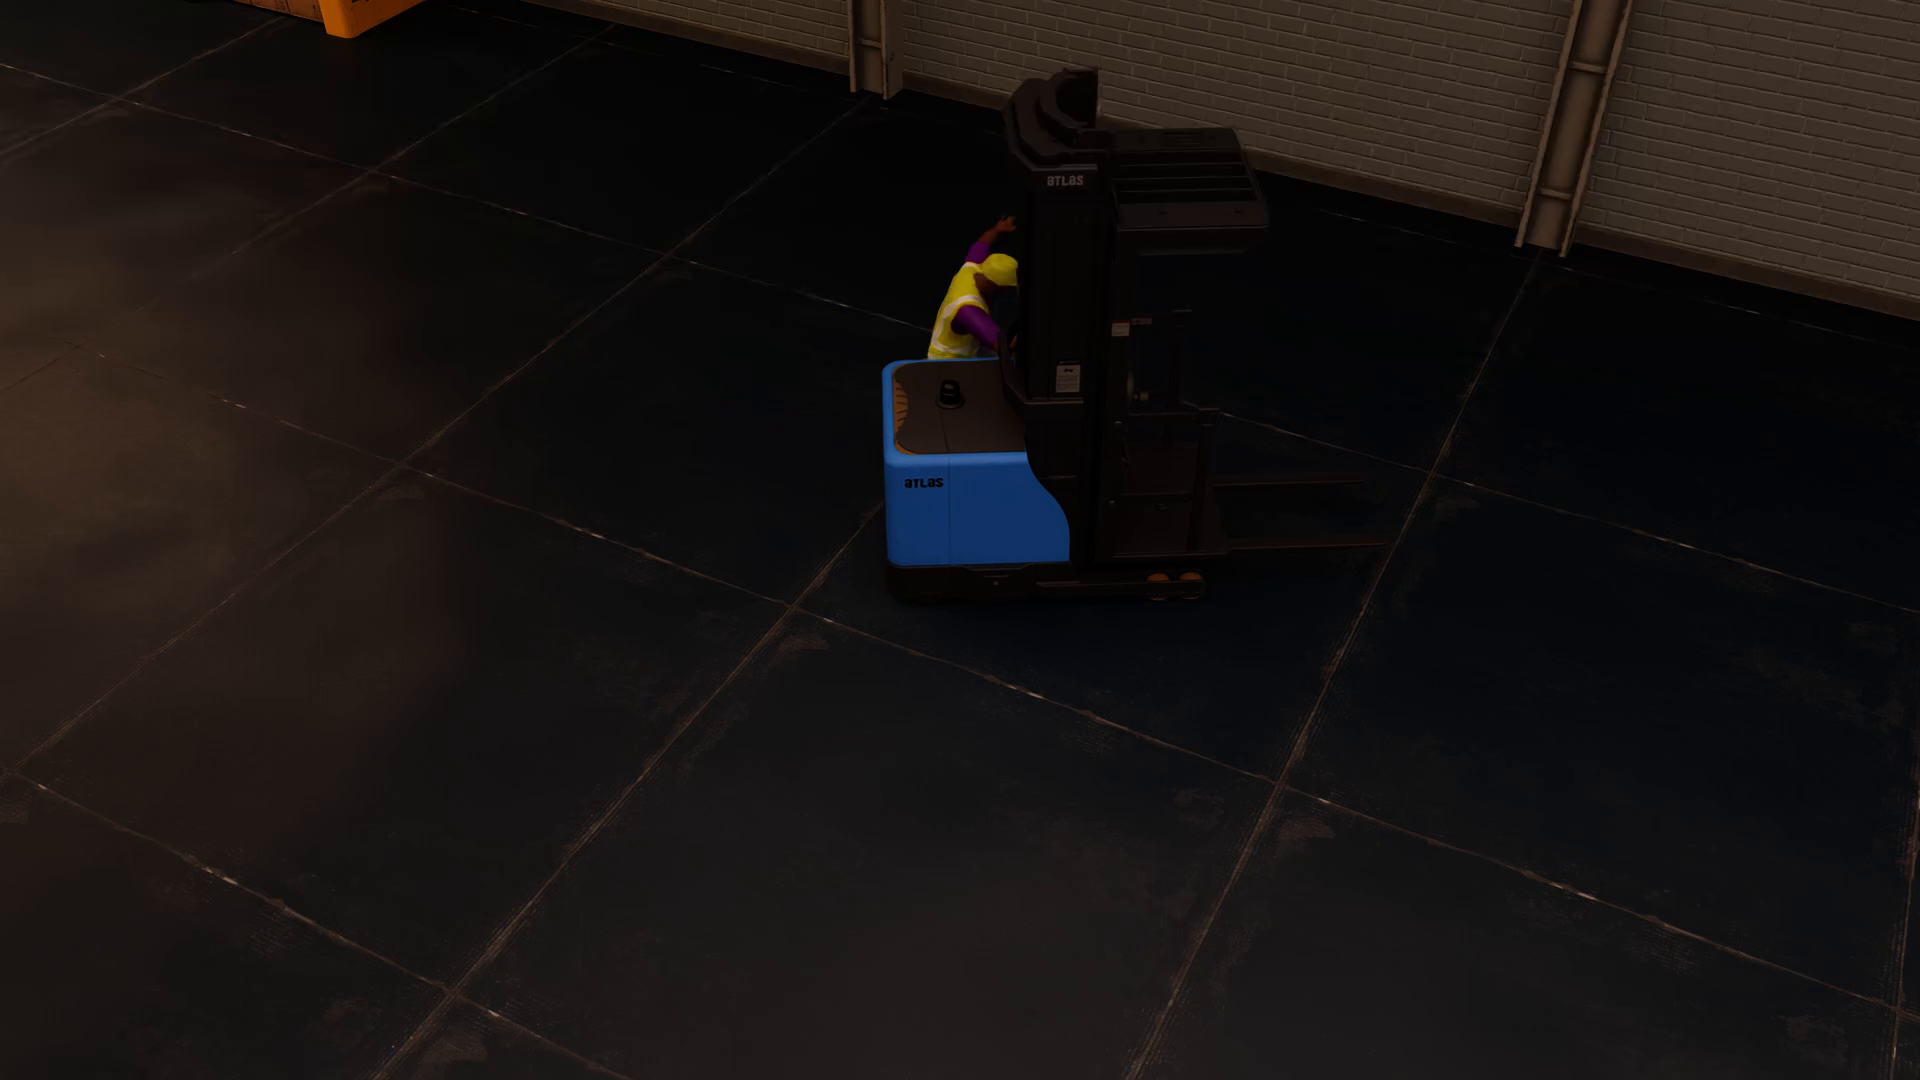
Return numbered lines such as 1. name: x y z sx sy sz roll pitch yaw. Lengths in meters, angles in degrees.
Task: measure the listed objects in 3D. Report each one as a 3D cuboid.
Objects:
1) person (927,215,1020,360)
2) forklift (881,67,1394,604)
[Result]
1. person: 0.214 -1.258 10.644 0.793 1.446 1.595 7 41 8
2. forklift: 1.058 -1.103 9.297 3.031 2.935 1.130 -2 40 -2
